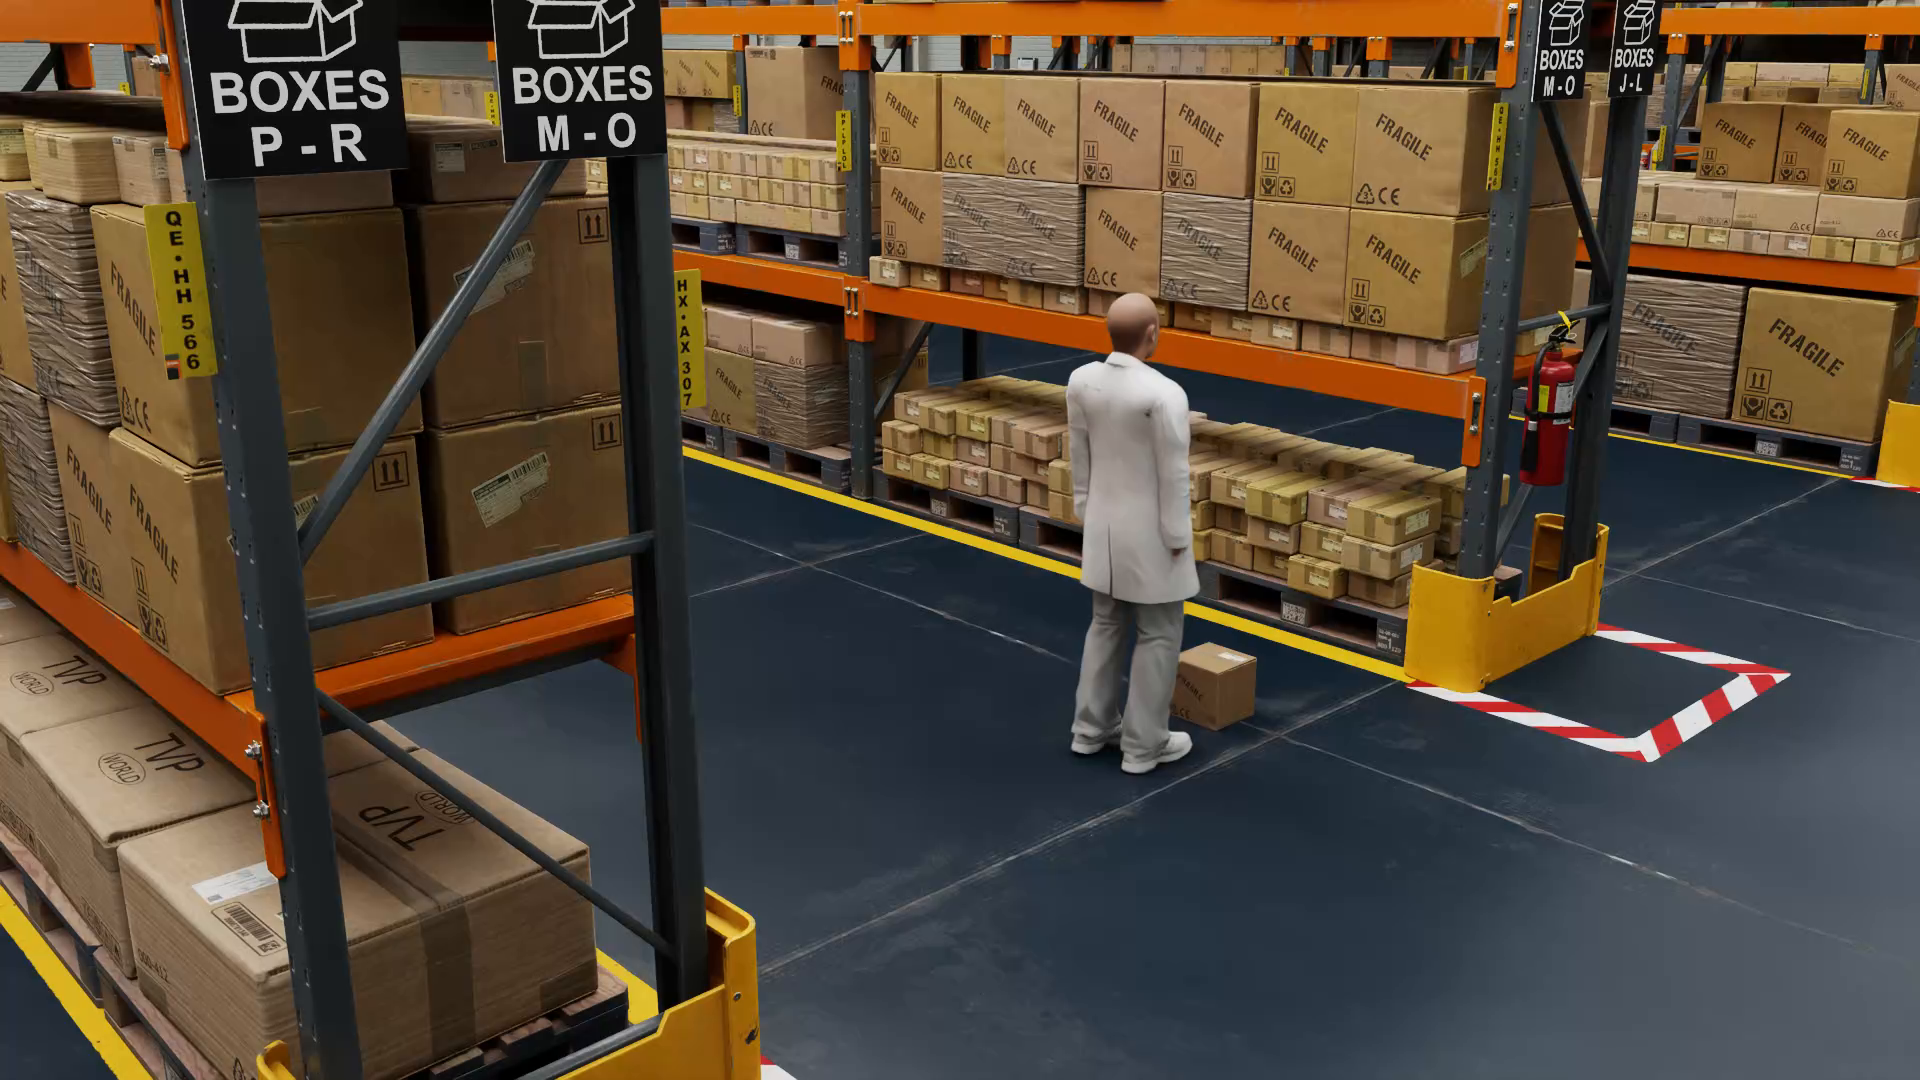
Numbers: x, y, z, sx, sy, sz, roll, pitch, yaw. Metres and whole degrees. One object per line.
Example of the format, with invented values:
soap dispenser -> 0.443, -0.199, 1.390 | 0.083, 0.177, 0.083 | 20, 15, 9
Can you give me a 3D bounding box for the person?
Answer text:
person -> 0.615, -2.533, 14.341 | 11.766, 1.777, 13.256 | -15, 22, -40
